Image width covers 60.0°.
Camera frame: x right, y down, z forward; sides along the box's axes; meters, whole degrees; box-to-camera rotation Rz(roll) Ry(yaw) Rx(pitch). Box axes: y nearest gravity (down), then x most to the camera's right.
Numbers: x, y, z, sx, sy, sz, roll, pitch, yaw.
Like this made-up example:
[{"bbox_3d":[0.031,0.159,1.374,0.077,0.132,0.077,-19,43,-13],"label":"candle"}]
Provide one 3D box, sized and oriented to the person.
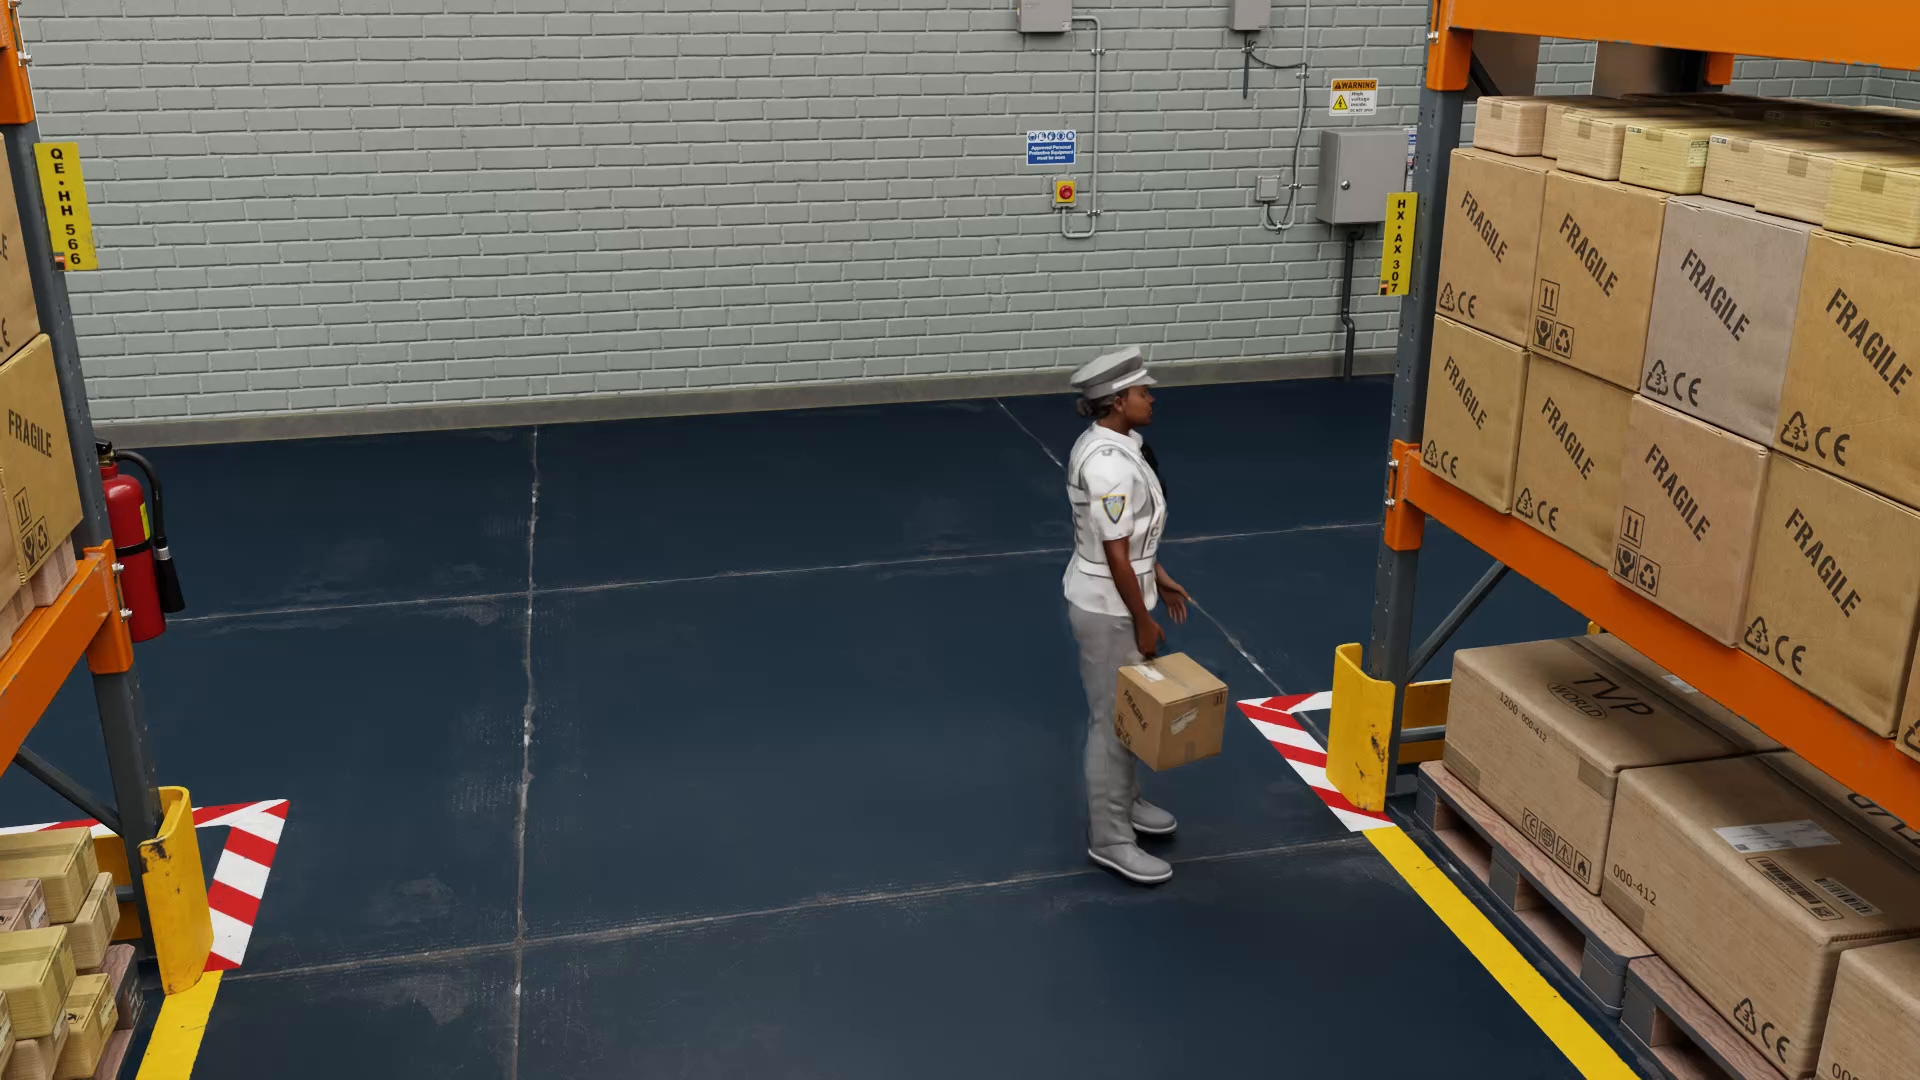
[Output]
[{"bbox_3d":[0.539,0.226,5.350,0.422,1.702,0.532,1,20,4],"label":"person"}]
